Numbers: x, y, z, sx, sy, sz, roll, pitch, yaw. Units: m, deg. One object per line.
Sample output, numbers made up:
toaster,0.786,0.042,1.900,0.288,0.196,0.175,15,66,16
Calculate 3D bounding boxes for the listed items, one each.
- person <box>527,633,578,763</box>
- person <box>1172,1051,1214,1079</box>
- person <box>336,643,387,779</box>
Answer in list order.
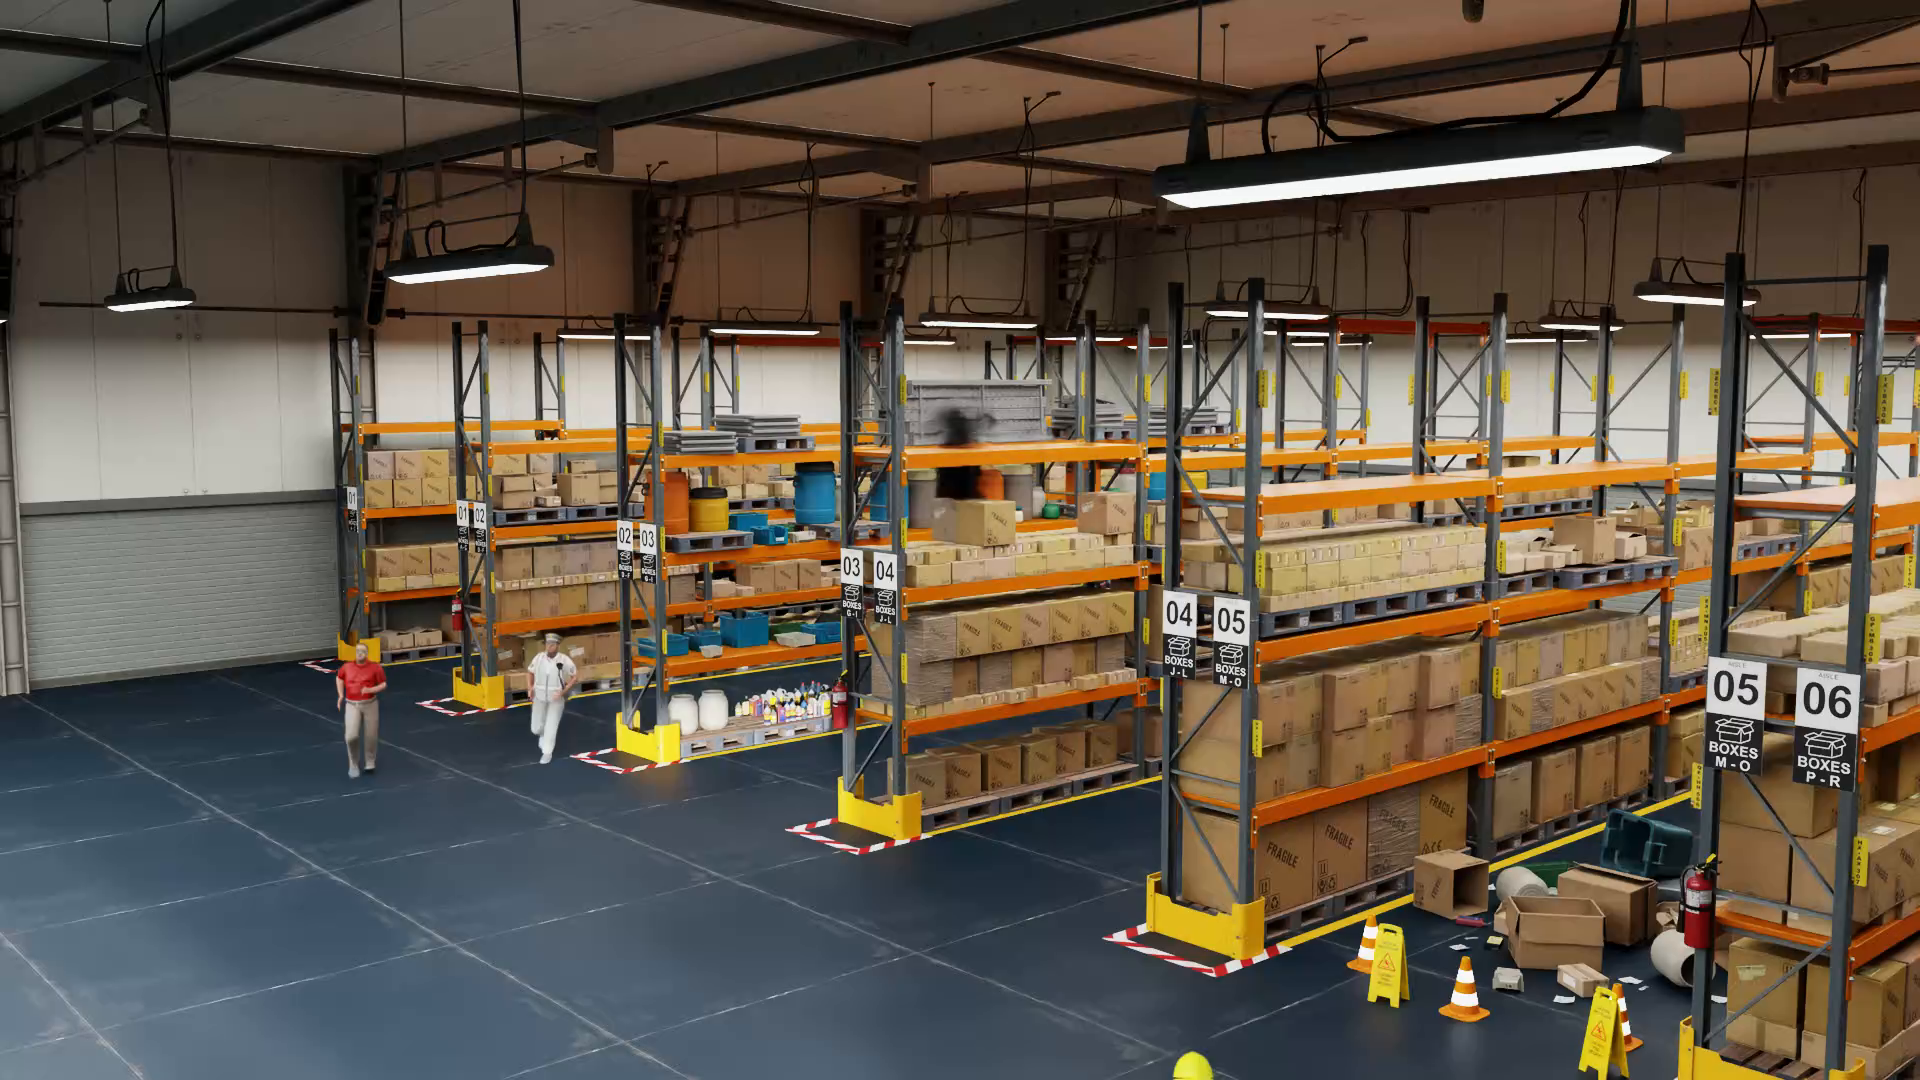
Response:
person,-5.492,2.095,22.417,0.694,1.733,0.612,0,6,0
person,1.182,3.469,8.400,0.654,1.759,0.687,1,6,9
person,-7.714,2.204,21.444,0.640,1.759,0.721,-2,6,-16
